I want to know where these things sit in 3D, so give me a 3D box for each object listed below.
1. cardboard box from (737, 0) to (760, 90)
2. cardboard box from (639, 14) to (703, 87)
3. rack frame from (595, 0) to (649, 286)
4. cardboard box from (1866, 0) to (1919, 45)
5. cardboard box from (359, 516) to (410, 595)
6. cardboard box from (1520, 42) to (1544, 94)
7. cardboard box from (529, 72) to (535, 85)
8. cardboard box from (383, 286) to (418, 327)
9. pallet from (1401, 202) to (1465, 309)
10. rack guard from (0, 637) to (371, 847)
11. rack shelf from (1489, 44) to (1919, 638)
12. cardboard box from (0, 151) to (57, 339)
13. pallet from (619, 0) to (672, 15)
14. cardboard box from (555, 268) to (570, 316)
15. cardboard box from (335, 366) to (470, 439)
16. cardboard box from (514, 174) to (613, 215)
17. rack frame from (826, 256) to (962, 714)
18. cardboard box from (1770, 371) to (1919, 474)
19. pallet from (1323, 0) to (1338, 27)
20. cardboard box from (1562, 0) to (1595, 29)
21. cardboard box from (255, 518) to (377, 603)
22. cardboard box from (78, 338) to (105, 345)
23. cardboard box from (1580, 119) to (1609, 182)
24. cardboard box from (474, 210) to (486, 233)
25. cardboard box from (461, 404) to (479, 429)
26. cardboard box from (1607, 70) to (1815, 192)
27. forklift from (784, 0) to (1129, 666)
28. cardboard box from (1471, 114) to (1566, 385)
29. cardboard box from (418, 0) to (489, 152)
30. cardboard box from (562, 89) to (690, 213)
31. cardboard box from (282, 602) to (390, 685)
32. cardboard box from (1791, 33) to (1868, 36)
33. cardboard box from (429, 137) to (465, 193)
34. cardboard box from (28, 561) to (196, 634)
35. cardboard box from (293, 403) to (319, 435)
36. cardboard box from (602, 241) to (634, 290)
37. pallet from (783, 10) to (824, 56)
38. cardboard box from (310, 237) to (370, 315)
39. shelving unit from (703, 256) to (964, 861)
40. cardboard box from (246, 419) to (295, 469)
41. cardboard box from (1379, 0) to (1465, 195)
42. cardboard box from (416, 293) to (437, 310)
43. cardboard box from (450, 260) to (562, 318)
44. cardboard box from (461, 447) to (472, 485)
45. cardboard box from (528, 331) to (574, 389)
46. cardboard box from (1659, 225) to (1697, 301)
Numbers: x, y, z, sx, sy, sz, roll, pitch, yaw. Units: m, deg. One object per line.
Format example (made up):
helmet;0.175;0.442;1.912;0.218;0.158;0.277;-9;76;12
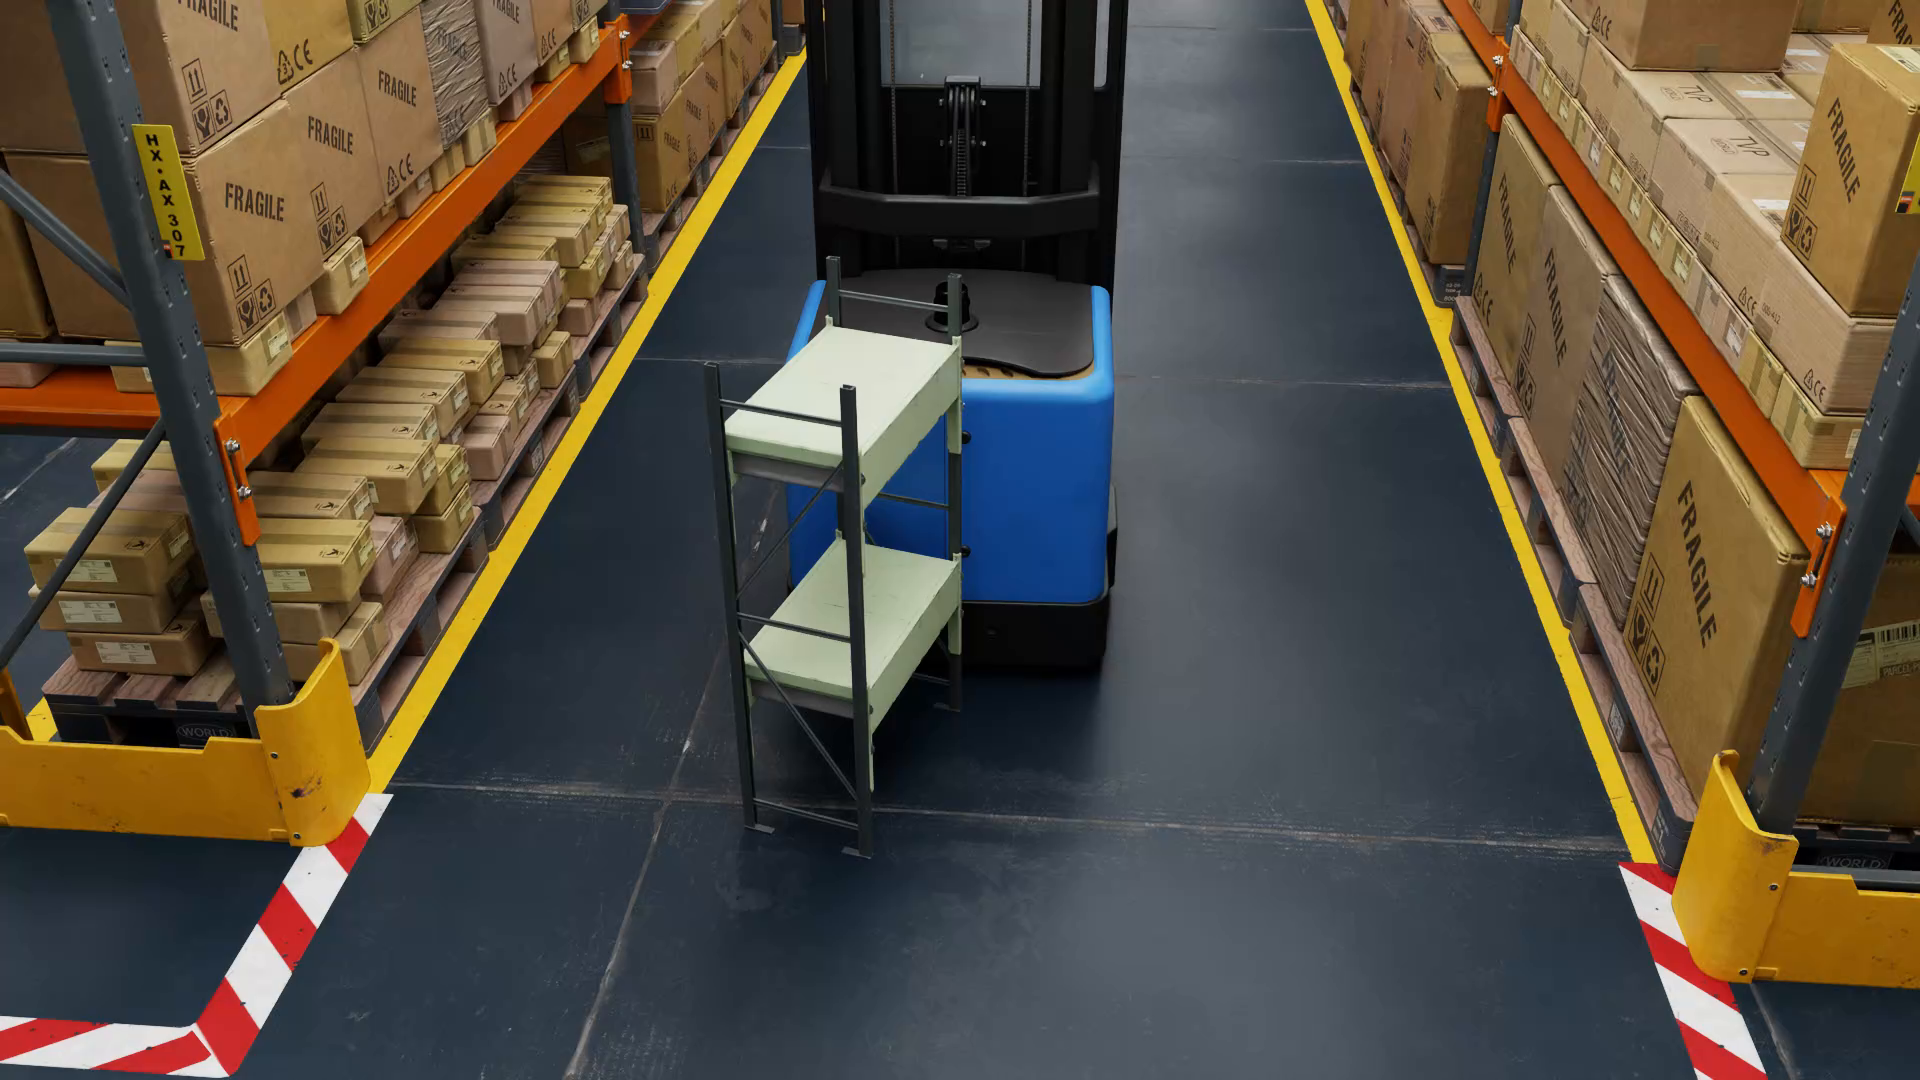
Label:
cardboard box;-1.575;-3.132;10.456;0.500;0.500;0.500;4;32;6
cardboard box;-1.697;-2.640;8.943;0.500;0.250;0.500;3;32;5
rack frame;-2.062;-2.553;7.533;1.000;3.000;0.127;2;32;4
cardboard box;2.933;-1.351;4.727;0.500;0.500;0.500;2;32;3
cardboard box;-2.010;0.043;5.354;0.380;0.149;0.250;2;32;4
cardboard box;2.497;-1.903;6.719;0.380;0.149;0.250;1;32;2
cardboard box;-1.935;-1.878;6.678;0.380;0.149;0.250;2;32;3
cardboard box;-2.390;-0.911;6.619;0.380;0.149;0.250;1;32;2
pallet;2.861;-1.508;8.495;1.003;0.211;1.213;2;32;4
rack guard;-2.381;0.563;4.860;1.175;0.500;0.348;2;32;4
rack shelf;2.711;-0.936;5.596;1.077;0.370;4.000;2;32;4
cardboard box;-2.607;-0.876;4.434;0.500;0.500;0.500;3;32;5
pallet;-1.854;-2.865;8.222;1.003;0.211;1.213;2;32;4
cardboard box;-1.902;-1.057;7.139;0.380;0.149;0.250;3;32;4
cardboard box;-1.986;-0.493;5.940;0.380;0.149;0.250;4;32;6
cardboard box;-1.831;-1.574;7.695;0.380;0.149;0.250;3;32;5
rack frame;-0.186;-0.122;5.019;0.400;1.500;0.023;11;33;17
cardboard box;2.249;-0.290;4.101;0.380;0.149;0.250;3;32;5
pallet;3.366;-4.237;12.925;1.003;0.211;1.213;2;32;4
cardboard box;2.532;-2.174;6.062;0.500;0.500;0.500;2;32;4
cardboard box;-2.006;0.061;5.042;0.380;0.149;0.250;1;32;2
cardboard box;-2.585;-0.665;4.710;0.380;0.149;0.250;2;32;4
cardboard box;2.413;-1.363;5.842;0.380;0.149;0.250;3;32;5
cardboard box;-2.378;-1.458;7.508;0.380;0.149;0.250;4;32;6
cardboard box;-2.042;-0.504;6.243;0.380;0.149;0.250;4;32;7
cardboard box;2.444;-1.328;5.405;0.500;0.250;0.500;3;32;4
forklift;0.034;-1.578;6.017;1.130;2.935;3.031;2;32;3
cardboard box;2.740;-1.221;6.997;0.875;0.875;0.875;2;32;4
cardboard box;-1.969;-1.657;5.700;0.500;0.500;0.500;2;32;3
cardboard box;-1.737;-2.043;8.688;0.500;0.500;0.500;4;32;6
cardboard box;-2.026;0.313;5.200;0.380;0.149;0.250;3;32;5
cardboard box;3.060;-1.838;6.233;0.500;0.250;0.500;3;32;5
cardboard box;-1.958;-1.328;5.785;0.380;0.149;0.250;4;32;6
cardboard box;-2.629;0.159;5.167;0.380;0.149;0.250;2;32;3
cardboard box;-2.559;-0.384;6.048;0.380;0.149;0.250;3;32;5
cardboard box;-1.754;-1.298;7.815;0.380;0.149;0.250;3;32;5
pallet;-1.597;-3.866;12.323;1.003;0.211;1.213;2;32;4
cardboard box;-1.979;-0.783;4.901;0.380;0.149;0.250;2;32;3
shelving unit;-0.313;0.058;4.727;0.431;1.500;0.755;11;33;17
cardboard box;-2.540;-0.370;5.741;0.380;0.149;0.250;1;32;2
cardboard box;2.978;-2.365;8.854;1.225;0.875;0.875;1;32;2
cardboard box;-2.396;-0.920;6.917;0.380;0.149;0.250;4;32;6
cardboard box;-1.854;-1.030;6.813;0.380;0.149;0.250;1;32;2
cardboard box;-2.017;-0.224;6.071;0.380;0.149;0.250;3;32;4
cardboard box;-1.838;-0.757;6.937;0.380;0.149;0.250;2;32;4
cardboard box;2.331;-0.824;4.967;0.380;0.149;0.250;2;32;3
